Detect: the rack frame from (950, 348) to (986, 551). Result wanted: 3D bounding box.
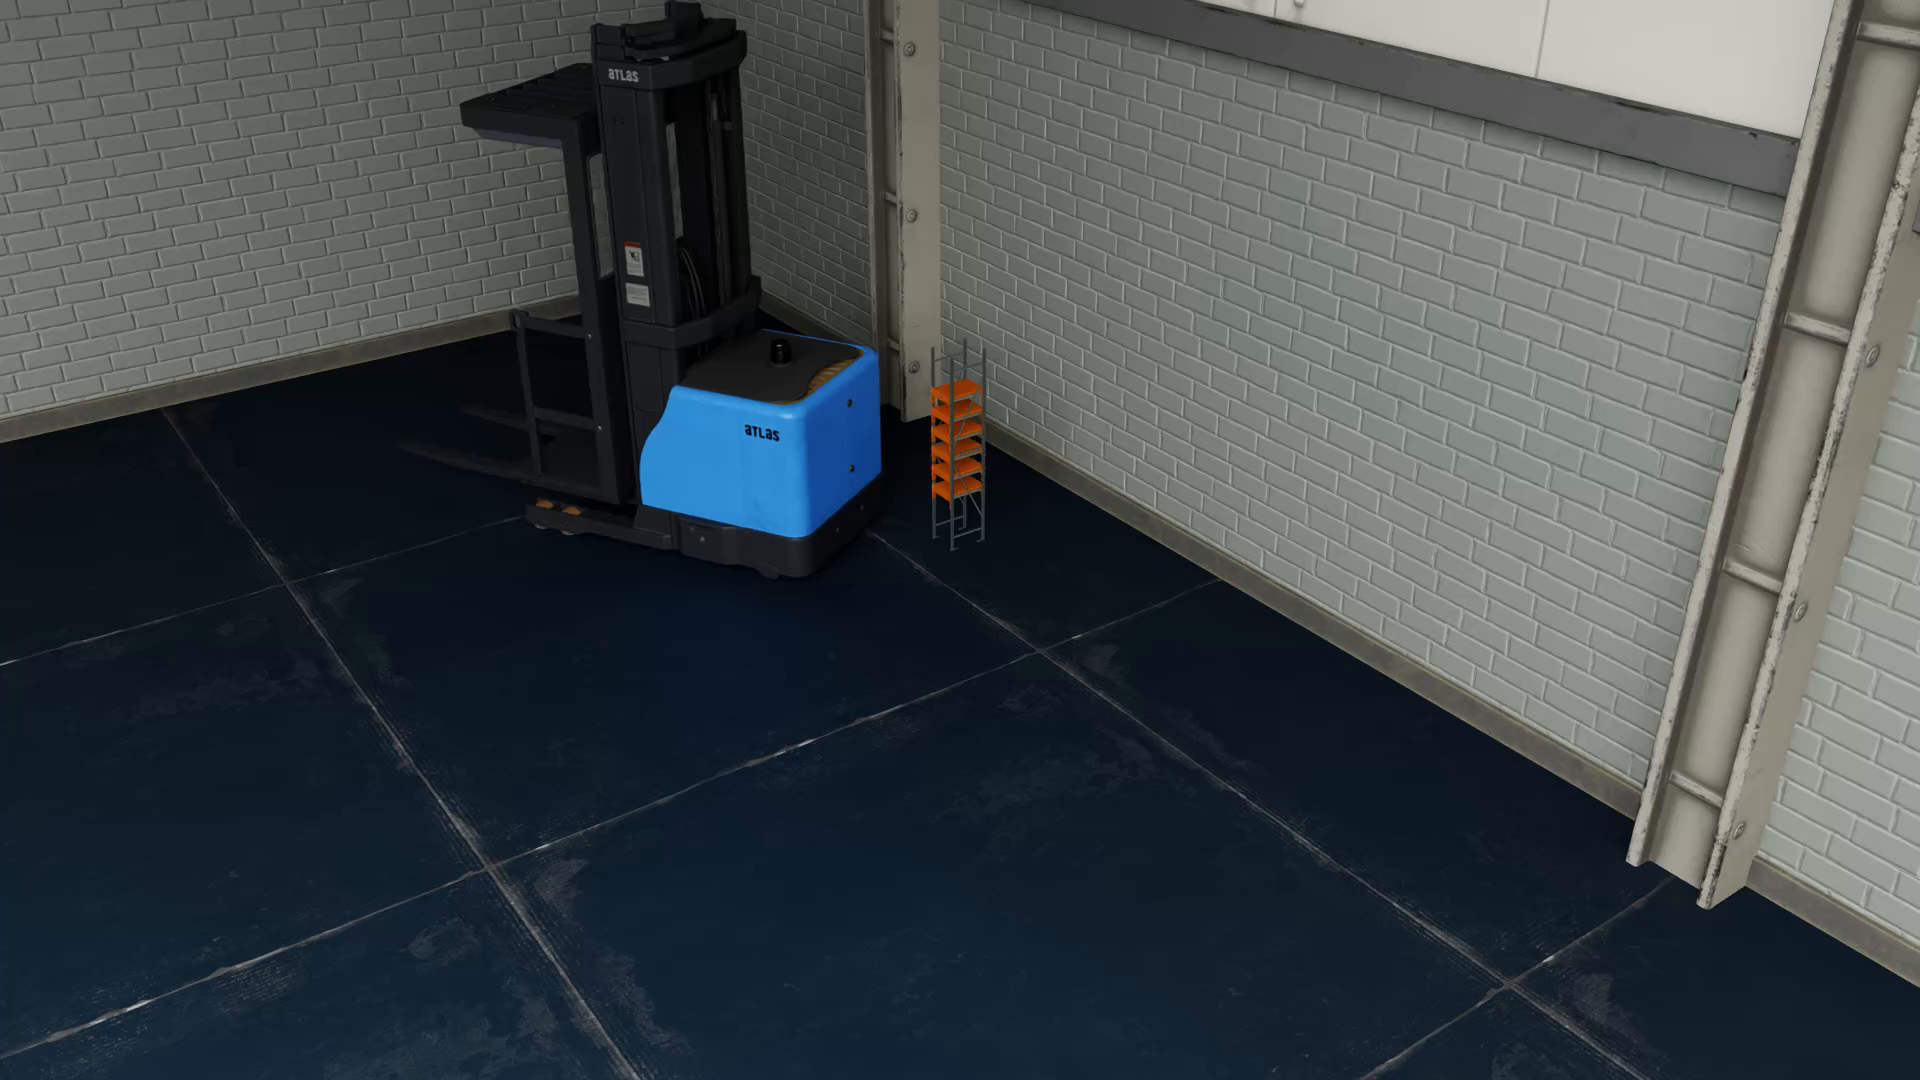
[{"bbox_3d":[0.045,-0.497,9.409,0.240,1.200,0.006,-19,34,-31],"label":"rack frame"}]

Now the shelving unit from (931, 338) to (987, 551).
[{"bbox_3d":[-0.008,-0.533,9.474,0.258,1.200,0.189,-19,34,-31],"label":"shelving unit"}]

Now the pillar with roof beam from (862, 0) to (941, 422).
[{"bbox_3d":[-3.869,-3.675,7.088,9.100,9.000,0.400,-19,34,-31],"label":"pillar with roof beam"}]

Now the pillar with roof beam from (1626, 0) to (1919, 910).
[{"bbox_3d":[-0.389,-1.342,2.793,9.100,9.000,0.400,-19,34,-31],"label":"pillar with roof beam"}]

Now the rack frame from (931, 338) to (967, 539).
[{"bbox_3d":[-0.061,-0.568,9.540,0.240,1.200,0.006,-19,34,-31],"label":"rack frame"}]

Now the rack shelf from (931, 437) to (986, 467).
[{"bbox_3d":[-0.008,-0.494,9.495,0.258,0.103,0.180,-19,34,-31],"label":"rack shelf"}]

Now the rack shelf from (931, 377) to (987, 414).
[{"bbox_3d":[-0.008,-0.810,9.323,0.258,0.103,0.180,-19,34,-31],"label":"rack shelf"}]

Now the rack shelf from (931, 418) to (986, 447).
[{"bbox_3d":[-0.008,-0.599,9.438,0.258,0.103,0.180,-19,34,-31],"label":"rack shelf"}]

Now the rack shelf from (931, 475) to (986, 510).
[{"bbox_3d":[-0.008,-0.283,9.610,0.258,0.103,0.180,-19,34,-31],"label":"rack shelf"}]

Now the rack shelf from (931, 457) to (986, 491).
[{"bbox_3d":[-0.008,-0.388,9.552,0.258,0.103,0.180,-19,34,-31],"label":"rack shelf"}]

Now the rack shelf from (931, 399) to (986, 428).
[{"bbox_3d":[-0.008,-0.705,9.381,0.258,0.103,0.180,-19,34,-31],"label":"rack shelf"}]

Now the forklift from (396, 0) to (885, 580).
[{"bbox_3d":[-2.008,-1.529,9.493,3.031,2.935,1.130,12,31,21],"label":"forklift"}]
